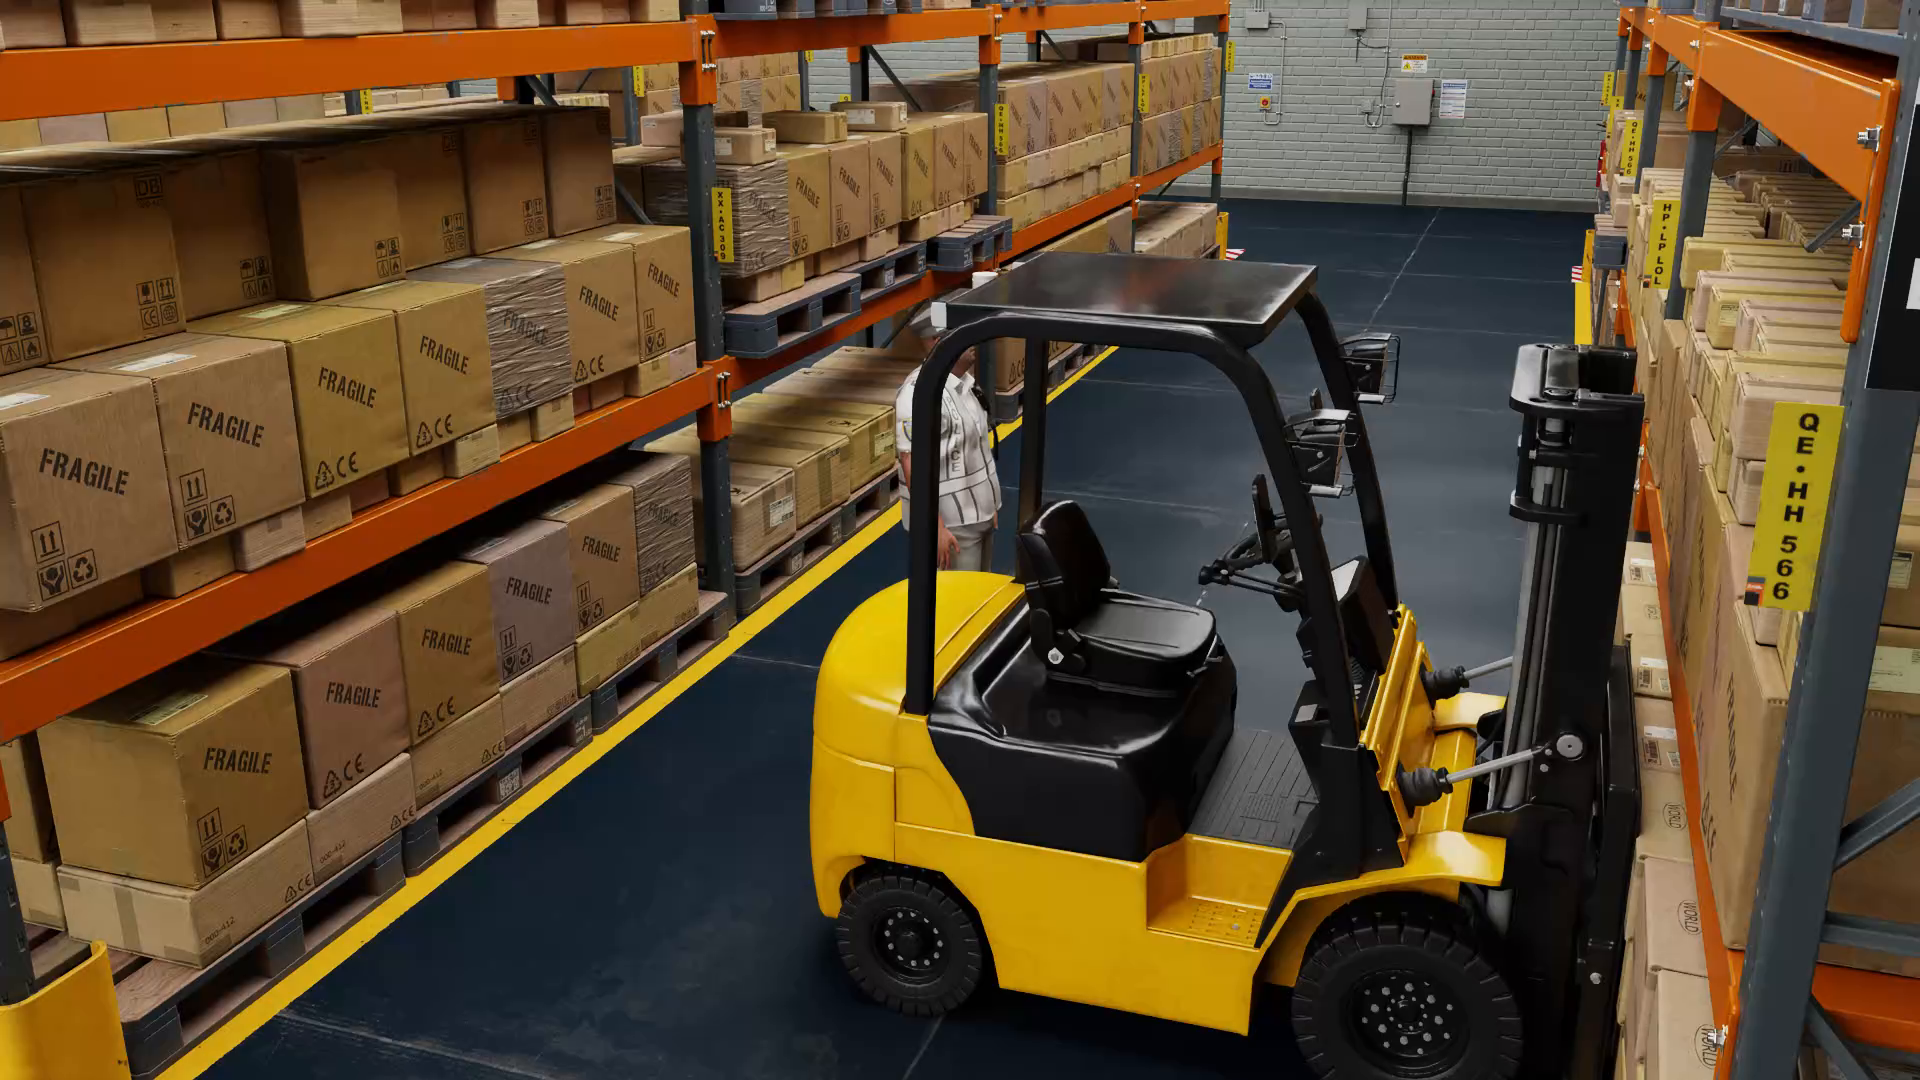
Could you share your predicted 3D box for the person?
[{"bbox_3d":[0.049,-0.084,6.724,0.573,1.782,0.642,6,20,18],"label":"person"}]
